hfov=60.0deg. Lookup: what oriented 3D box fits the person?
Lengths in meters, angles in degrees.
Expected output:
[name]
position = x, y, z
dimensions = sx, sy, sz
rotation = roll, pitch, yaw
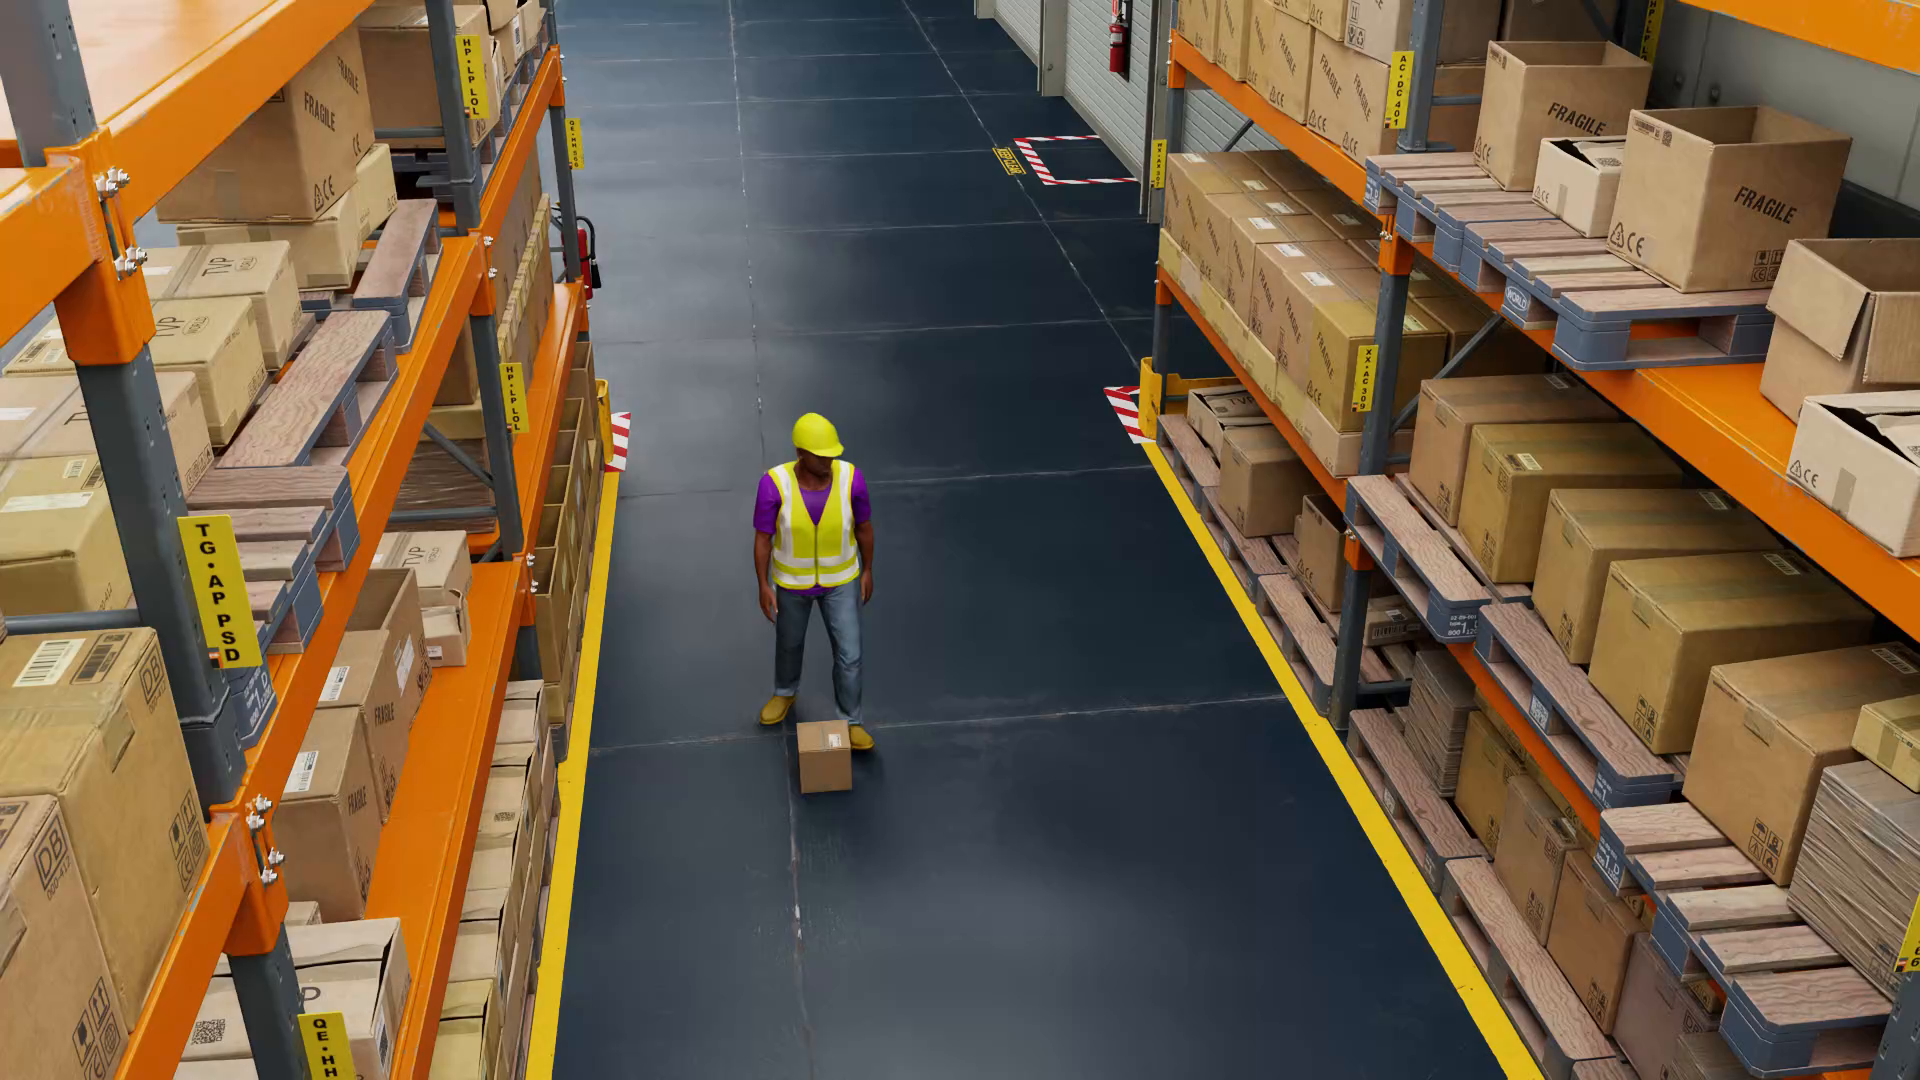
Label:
[person]
position = -0.725, 0.197, 8.225
dimensions = 0.622, 1.761, 0.644
rotation = -4, 27, -8
